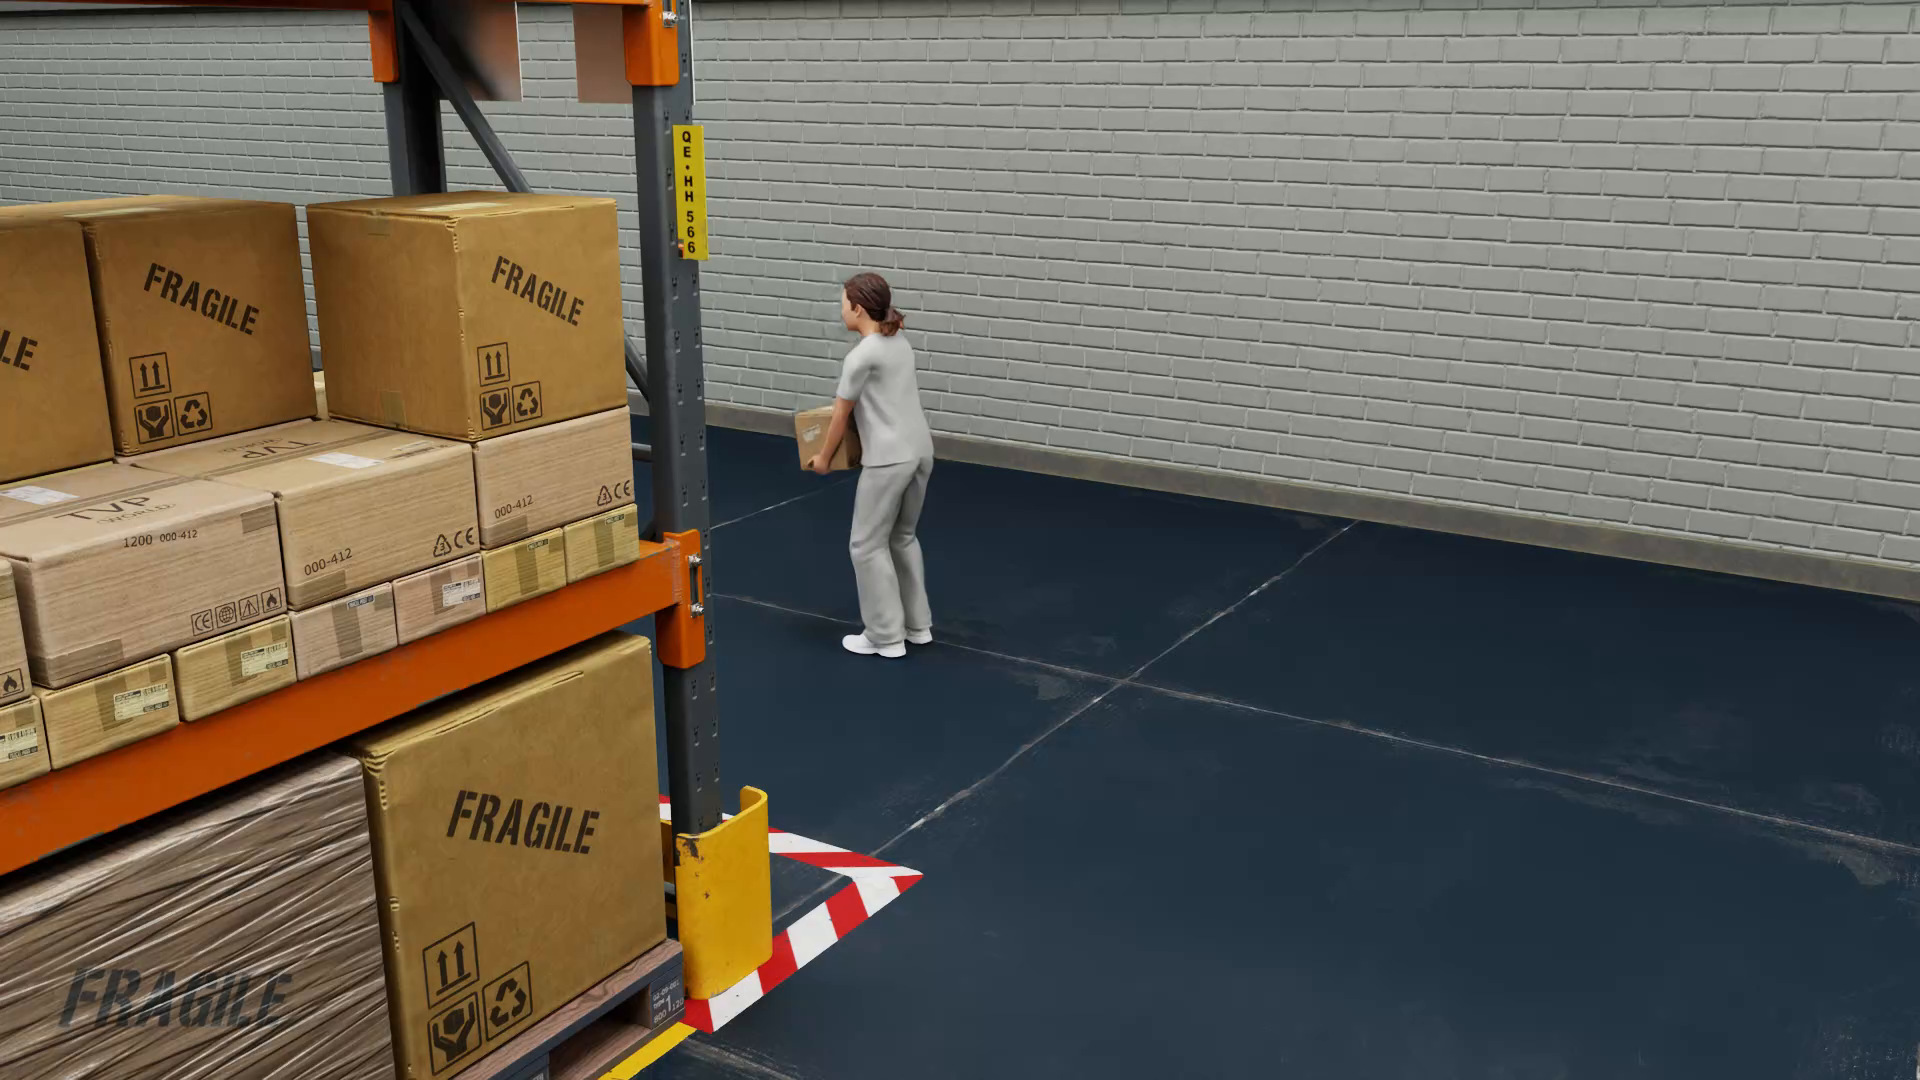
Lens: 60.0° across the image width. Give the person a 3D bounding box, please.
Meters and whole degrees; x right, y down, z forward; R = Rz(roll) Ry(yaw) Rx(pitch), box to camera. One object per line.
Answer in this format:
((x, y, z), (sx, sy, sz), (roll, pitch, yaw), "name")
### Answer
((-0.381, -0.332, 7.210), (0.512, 1.662, 0.411), (9, 19, 29), "person")
